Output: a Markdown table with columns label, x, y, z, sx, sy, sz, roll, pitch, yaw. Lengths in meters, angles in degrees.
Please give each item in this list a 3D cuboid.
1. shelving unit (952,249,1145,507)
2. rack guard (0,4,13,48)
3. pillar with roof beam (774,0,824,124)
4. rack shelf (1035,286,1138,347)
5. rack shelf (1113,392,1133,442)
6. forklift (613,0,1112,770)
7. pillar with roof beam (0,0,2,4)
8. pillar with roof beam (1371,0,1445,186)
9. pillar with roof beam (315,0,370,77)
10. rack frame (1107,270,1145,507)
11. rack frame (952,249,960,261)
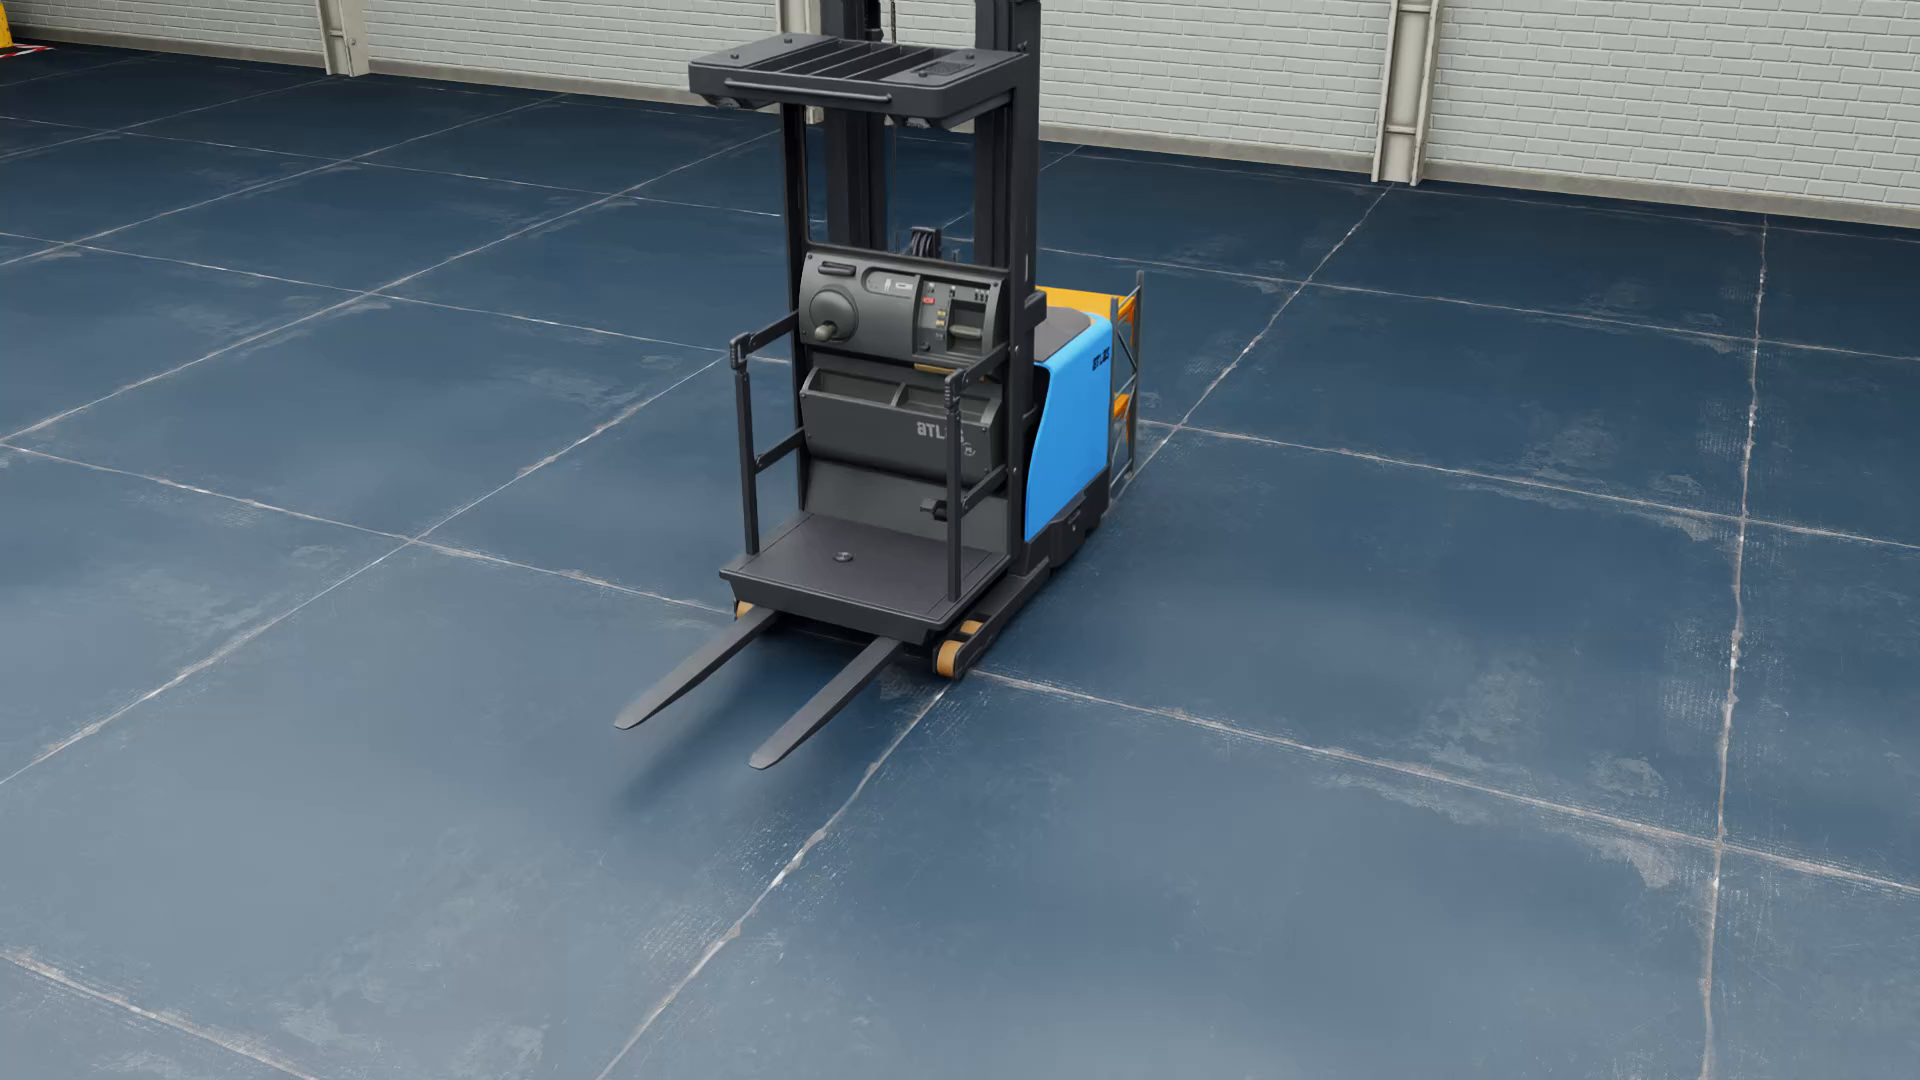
| label | x | y | z | sx | sy | sz | roll | pitch | yaw |
| --- | --- | --- | --- | --- | --- | --- | --- | --- | --- |
| shelving unit | 0.367 | -0.857 | 8.717 | 1.048 | 1.125 | 0.538 | 10 | 28 | 19 |
| rack guard | -12.230 | -6.217 | 20.312 | 0.348 | 0.500 | 1.175 | 11 | 28 | 22 |
| pillar with roof beam | -3.371 | -6.599 | 11.466 | 0.400 | 9.000 | 9.100 | 11 | 28 | 22 |
| rack shelf | 0.367 | -1.120 | 8.588 | 1.000 | 0.278 | 0.538 | 10 | 28 | 19 |
| rack shelf | 0.367 | -0.638 | 8.826 | 1.000 | 0.278 | 0.538 | 10 | 28 | 19 |
| forklift | -0.352 | -0.946 | 6.853 | 1.130 | 2.935 | 3.031 | 12 | 29 | 23 |
| pillar with roof beam | -14.295 | -8.793 | 15.922 | 0.400 | 9.000 | 9.100 | 11 | 28 | 22 |
| pillar with roof beam | 2.091 | -5.502 | 9.237 | 0.400 | 9.000 | 9.100 | 11 | 28 | 22 |
| pillar with roof beam | -8.833 | -7.696 | 13.694 | 0.400 | 9.000 | 9.100 | 11 | 28 | 22 |
| rack frame | 0.839 | -0.774 | 8.548 | 0.032 | 1.125 | 0.500 | 10 | 28 | 19 |
| rack frame | -0.105 | -0.941 | 8.887 | 0.032 | 1.125 | 0.500 | 10 | 28 | 19 |
